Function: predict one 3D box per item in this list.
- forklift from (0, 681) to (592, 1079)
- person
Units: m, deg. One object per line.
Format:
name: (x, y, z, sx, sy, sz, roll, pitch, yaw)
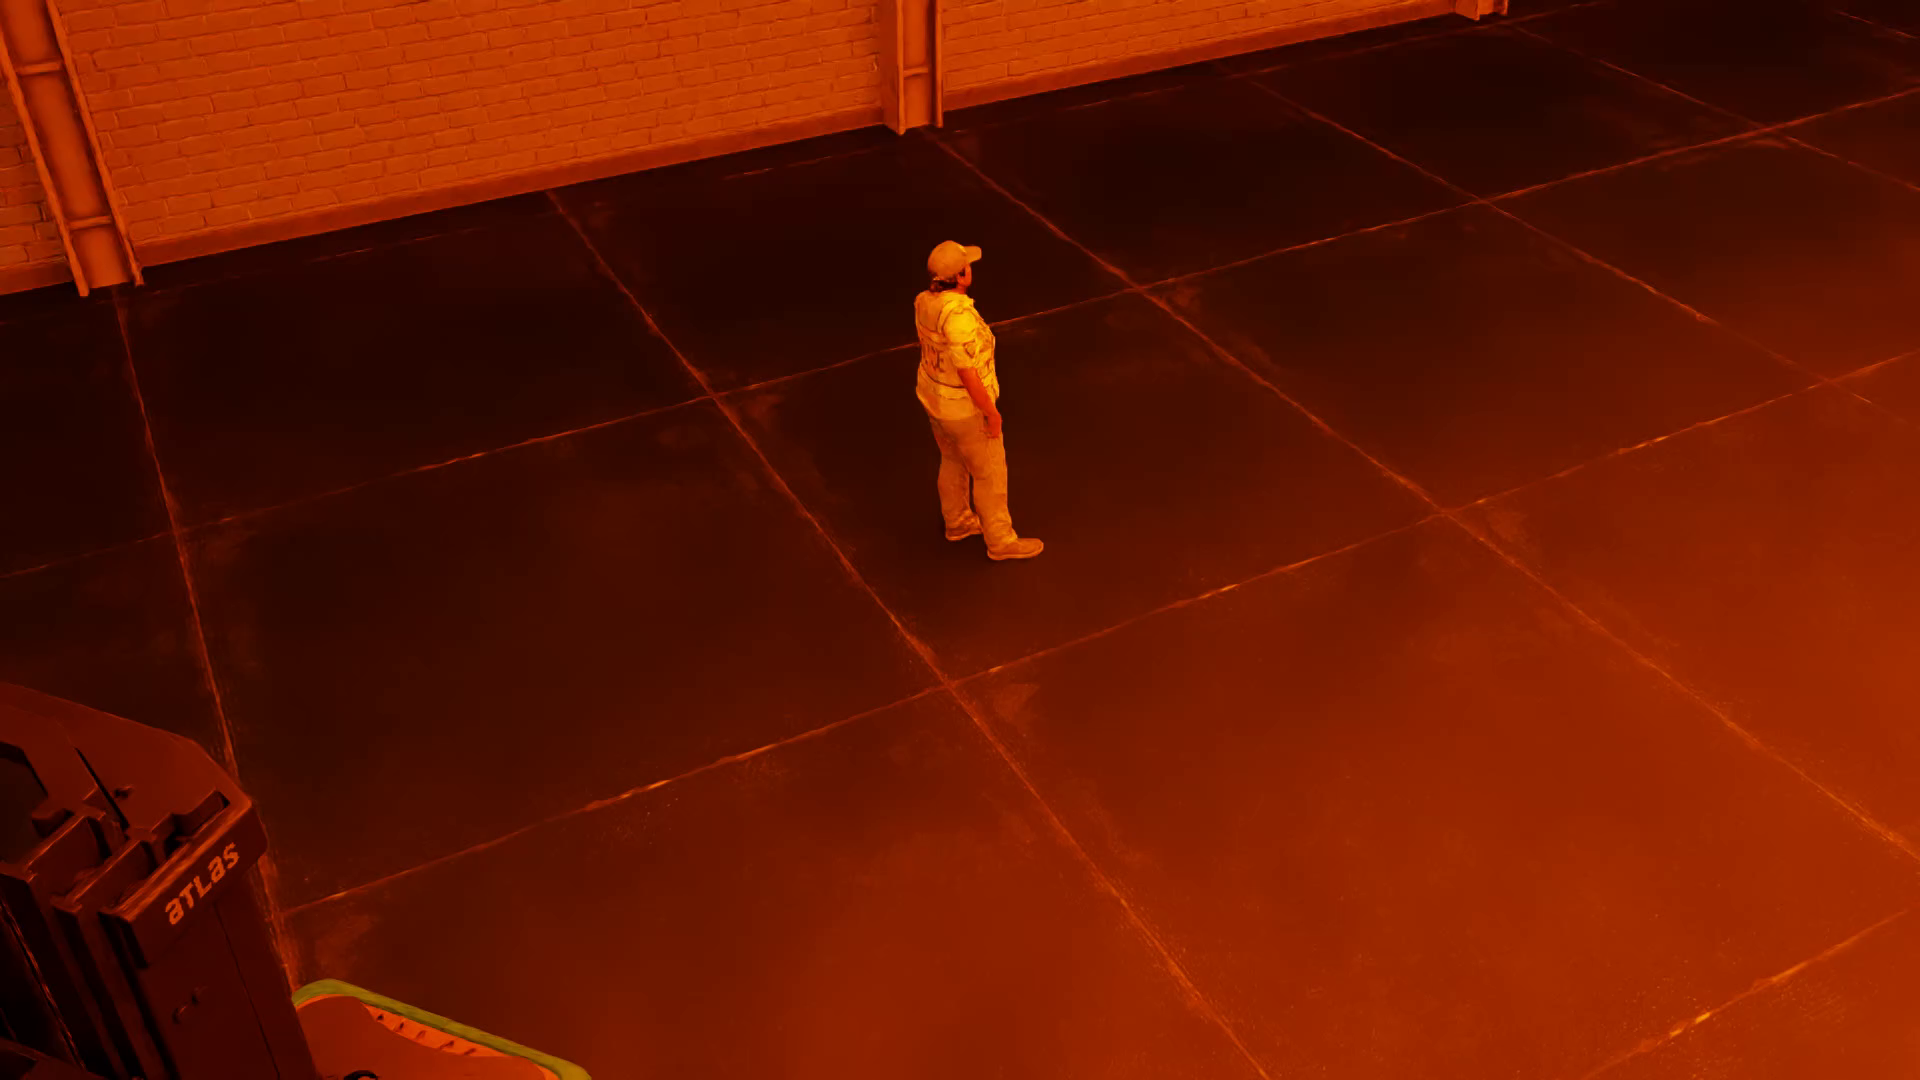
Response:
forklift: (-2.027, 1.867, 3.482, 1.130, 2.935, 3.031, 13, 37, 17)
person: (0.078, -0.696, 8.190, 0.529, 1.669, 0.598, -17, 39, -23)
